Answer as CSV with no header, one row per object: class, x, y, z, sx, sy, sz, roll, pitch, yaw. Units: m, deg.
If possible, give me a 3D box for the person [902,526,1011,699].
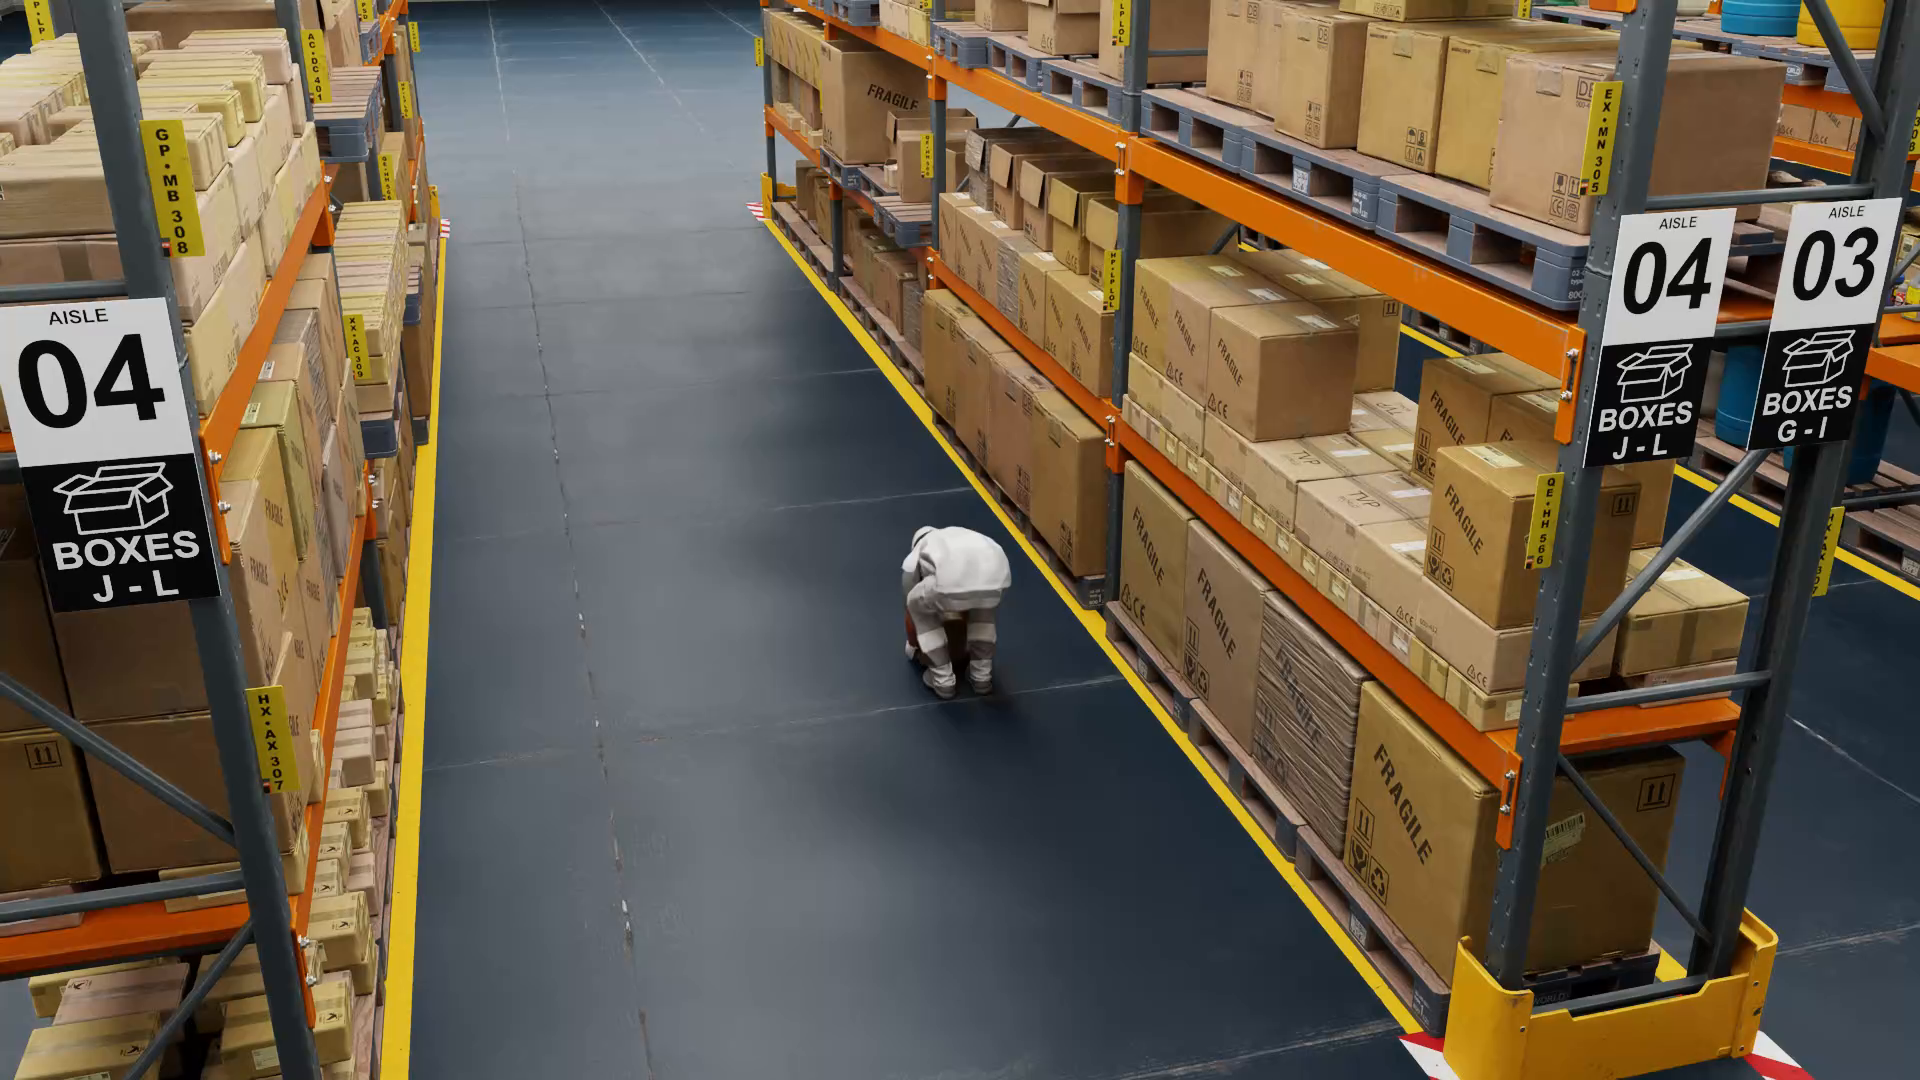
person,-0.045,0.331,8.914,0.521,0.925,0.954,-7,24,-17
